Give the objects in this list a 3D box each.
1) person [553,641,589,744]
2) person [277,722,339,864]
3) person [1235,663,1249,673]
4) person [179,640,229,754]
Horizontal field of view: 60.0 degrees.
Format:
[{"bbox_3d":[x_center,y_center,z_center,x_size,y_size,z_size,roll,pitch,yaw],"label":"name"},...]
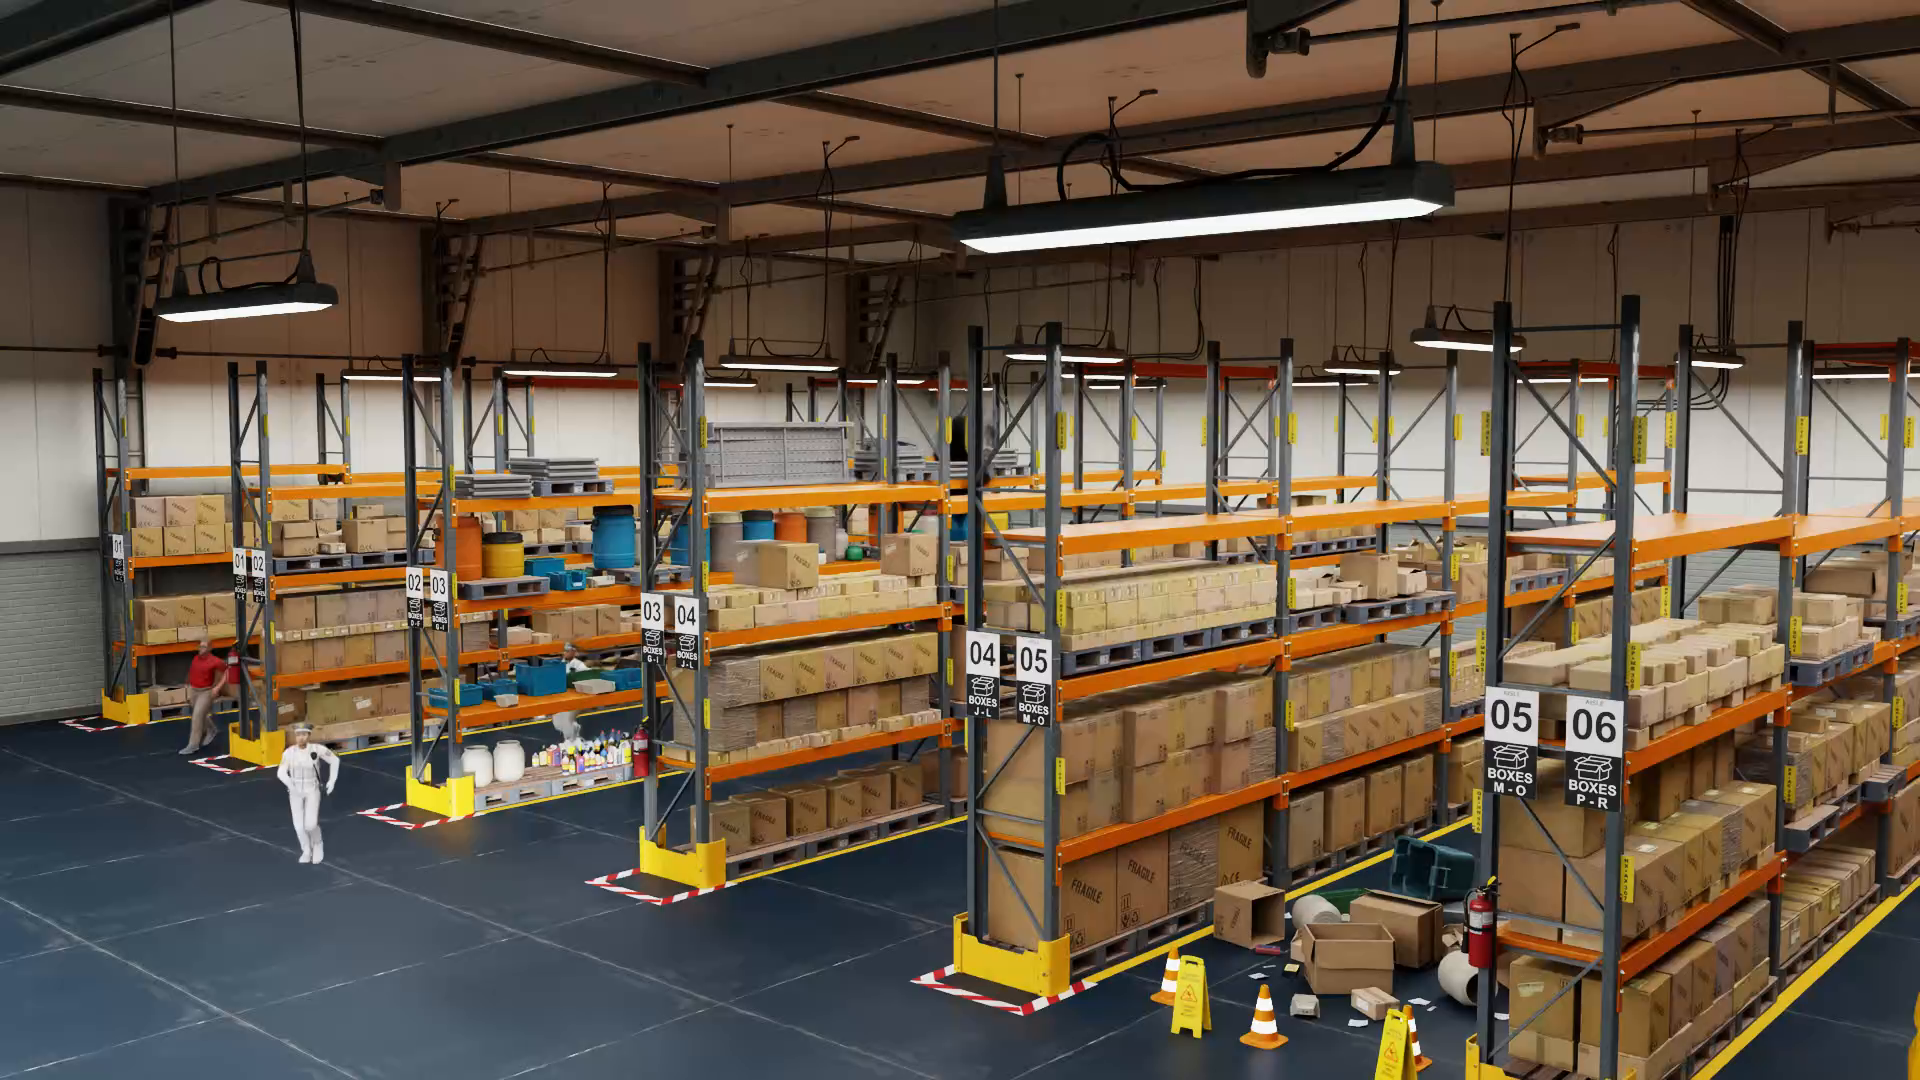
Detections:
[{"bbox_3d":[-5.985,2.414,25.583,0.679,1.736,0.619,2,5,24],"label":"person"},{"bbox_3d":[-7.522,2.920,19.153,0.639,1.677,0.632,-1,4,-9],"label":"person"},{"bbox_3d":[4.060,2.591,24.025,0.510,1.643,0.737,3,5,34],"label":"person"},{"bbox_3d":[-11.712,2.398,25.791,0.705,1.720,0.894,2,5,23],"label":"person"}]
